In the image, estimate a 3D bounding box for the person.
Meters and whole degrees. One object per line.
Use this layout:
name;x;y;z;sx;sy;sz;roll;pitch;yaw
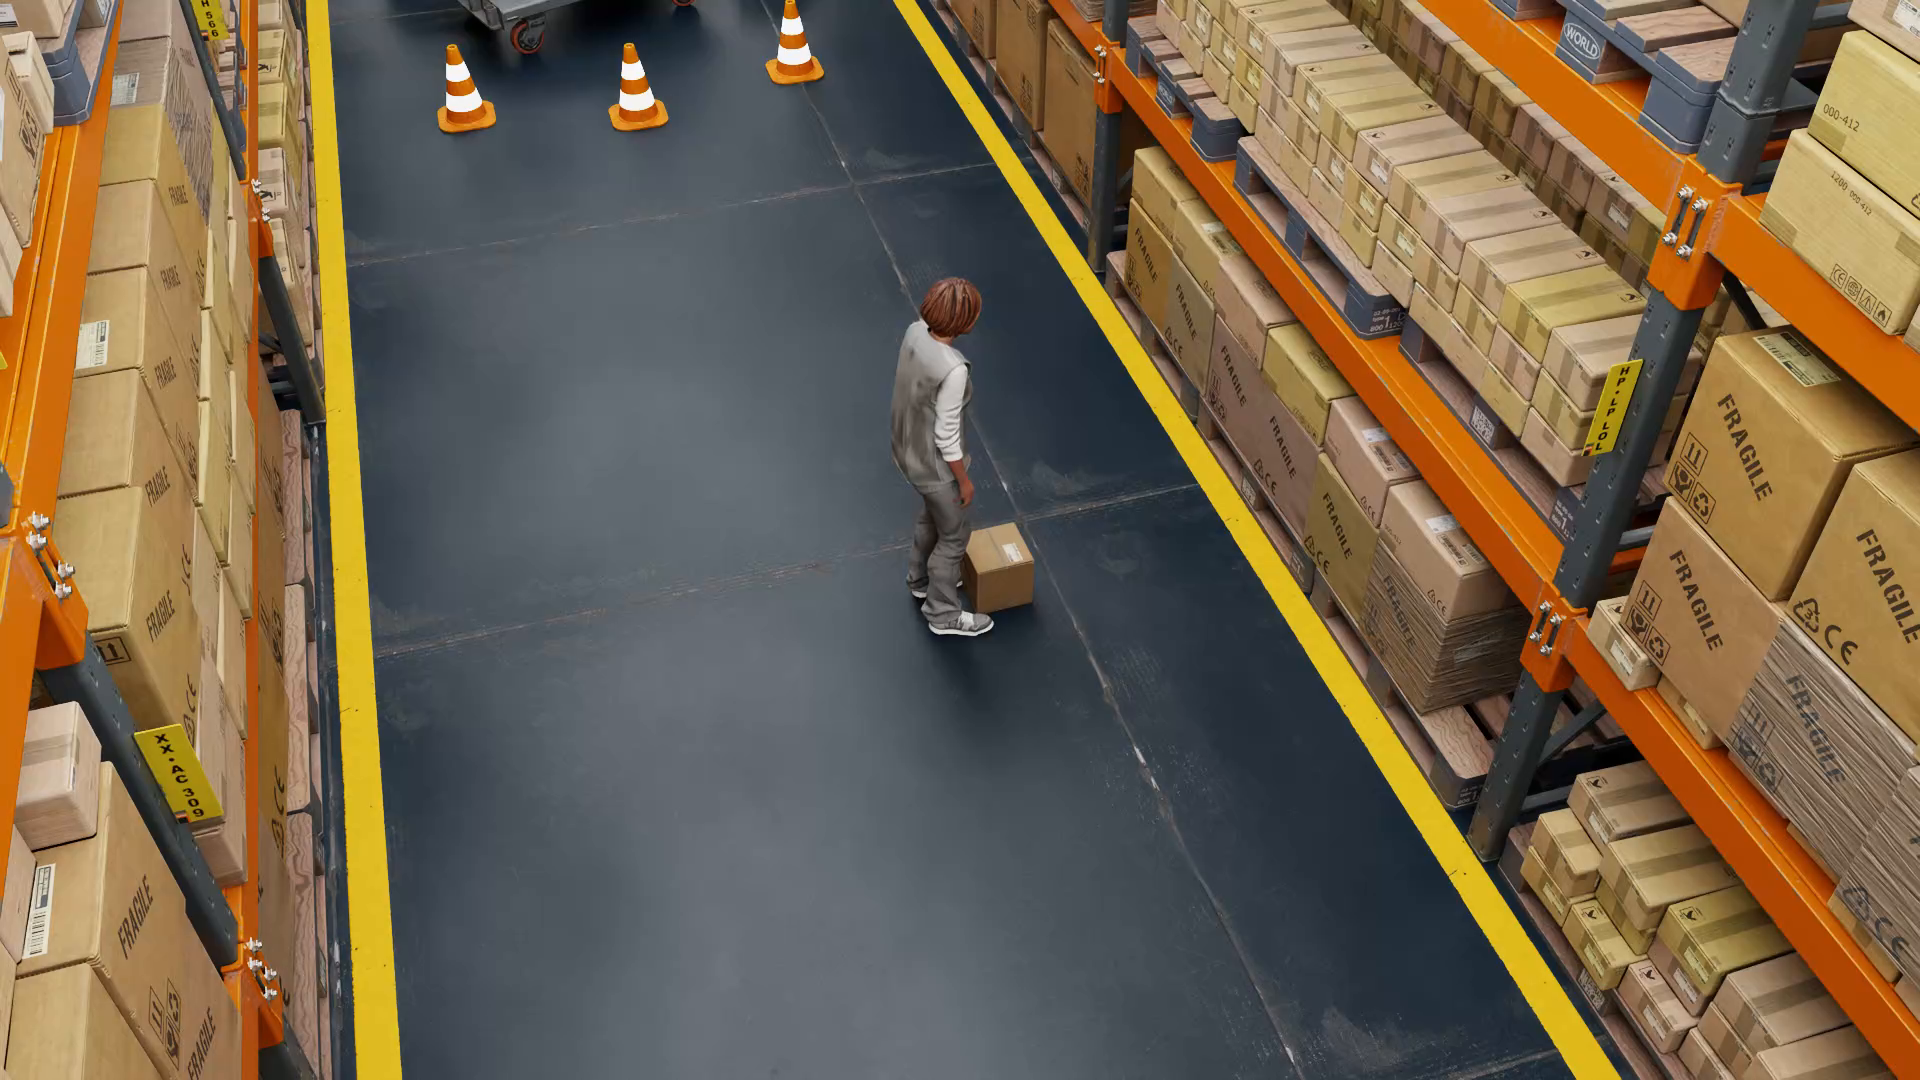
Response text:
person;-0.081;-0.317;6.512;0.347;1.592;0.484;-15;45;-15
